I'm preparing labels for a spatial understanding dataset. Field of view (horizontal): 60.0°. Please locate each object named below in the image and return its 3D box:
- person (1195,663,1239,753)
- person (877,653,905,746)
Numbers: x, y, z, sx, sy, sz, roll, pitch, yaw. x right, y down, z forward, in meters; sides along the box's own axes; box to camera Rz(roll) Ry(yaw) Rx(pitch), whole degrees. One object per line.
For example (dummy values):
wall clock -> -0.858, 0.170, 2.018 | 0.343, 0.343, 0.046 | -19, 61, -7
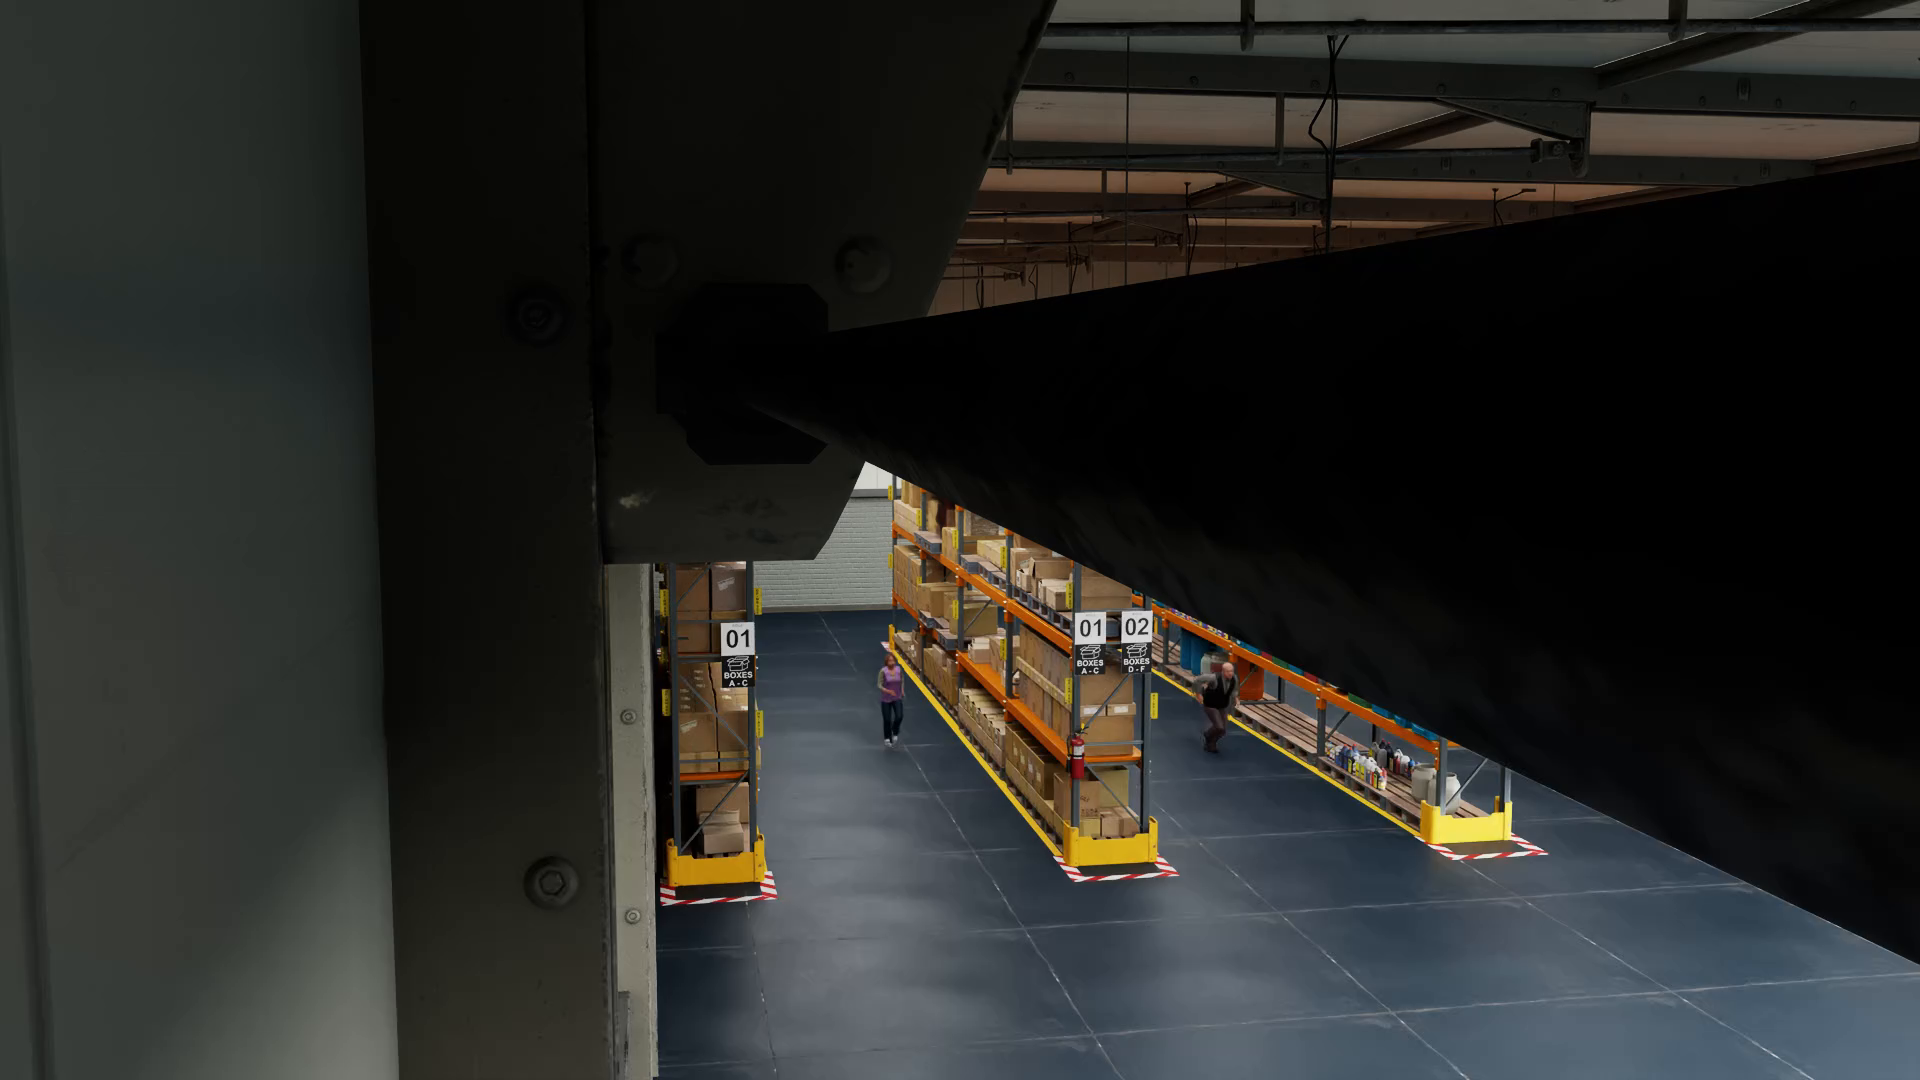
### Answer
person -> 4.109, 2.693, 26.576 | 0.685, 1.548, 0.859 | -3, 7, -22
person -> -1.106, 2.614, 27.083 | 0.507, 1.557, 0.701 | -2, 6, -16
